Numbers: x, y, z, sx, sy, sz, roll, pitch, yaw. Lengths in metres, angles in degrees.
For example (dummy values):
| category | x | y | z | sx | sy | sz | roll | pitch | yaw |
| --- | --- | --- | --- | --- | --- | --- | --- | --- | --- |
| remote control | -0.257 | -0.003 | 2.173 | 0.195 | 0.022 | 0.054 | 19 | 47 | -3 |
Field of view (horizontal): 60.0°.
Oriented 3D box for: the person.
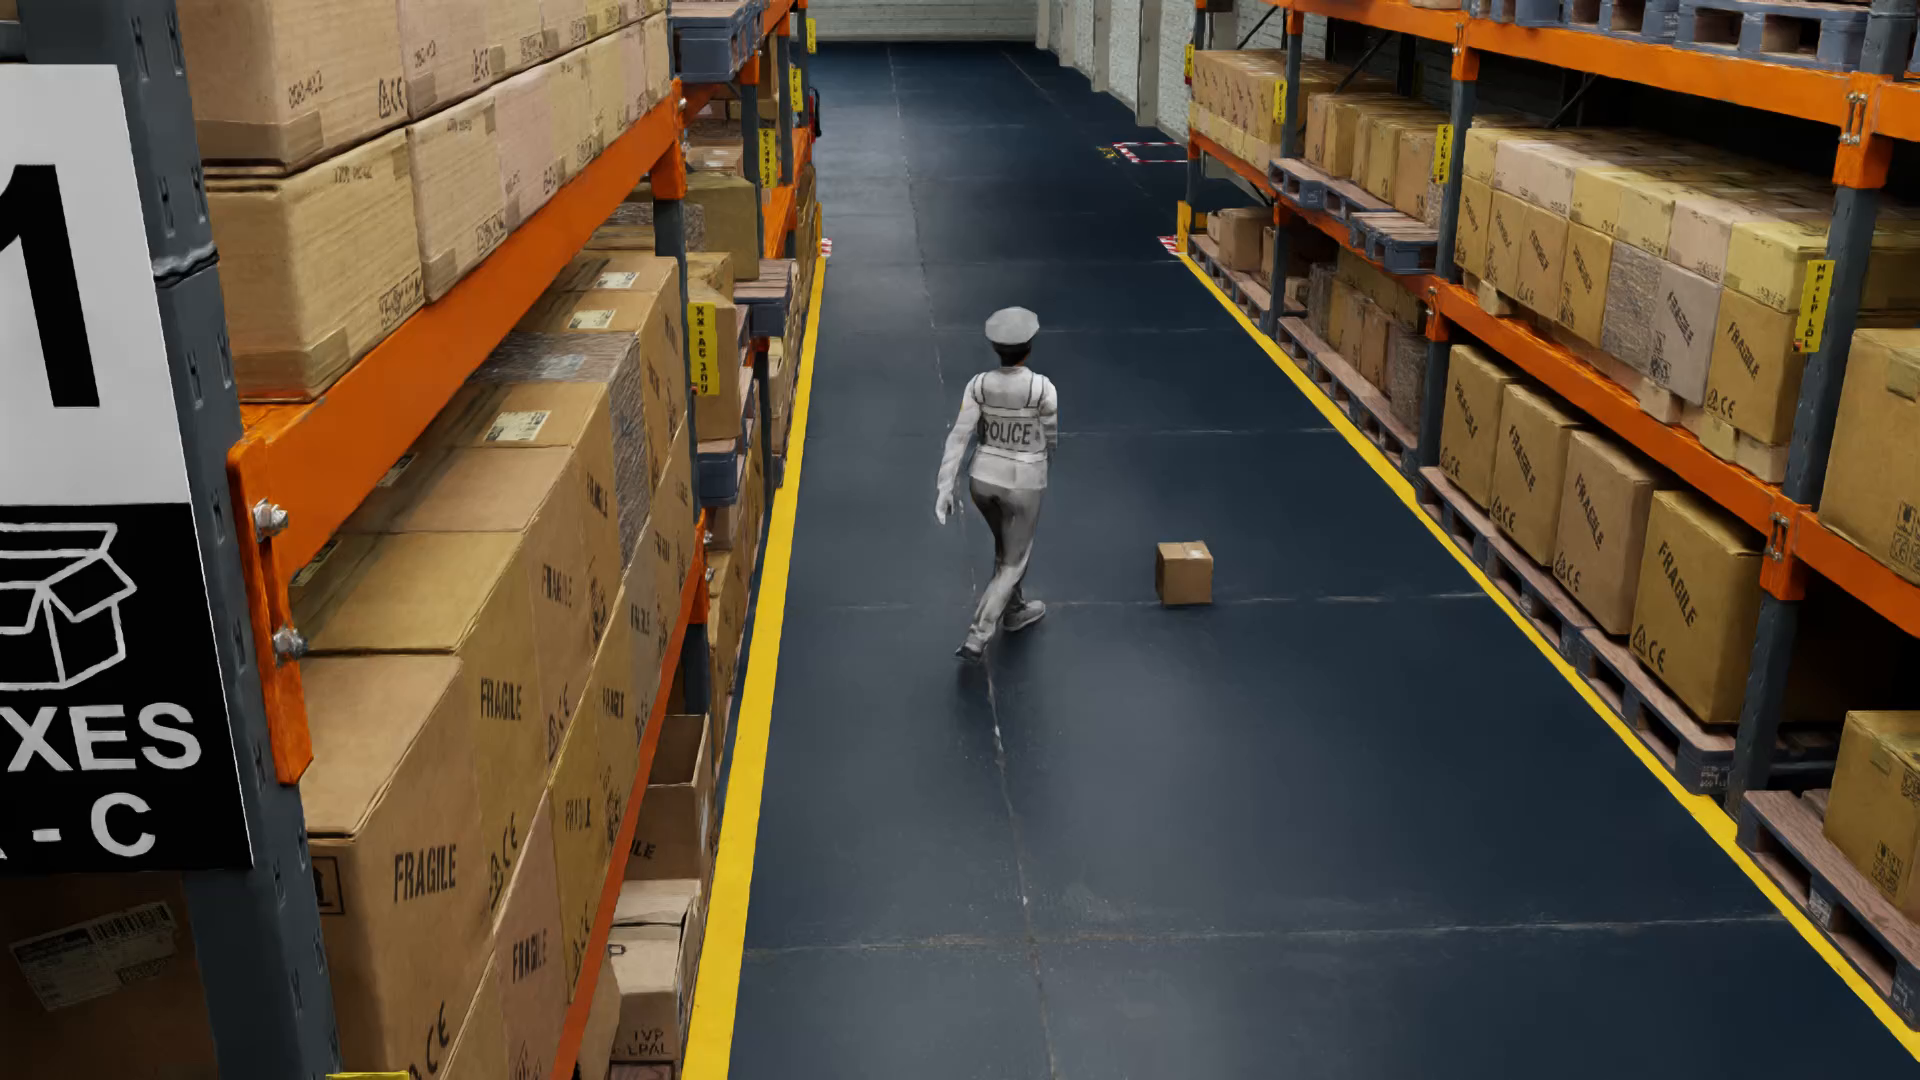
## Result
| category | x | y | z | sx | sy | sz | roll | pitch | yaw |
| --- | --- | --- | --- | --- | --- | --- | --- | --- | --- |
| person | 0.188 | -0.257 | 7.737 | 0.498 | 1.646 | 0.920 | 10 | 23 | 25 |
